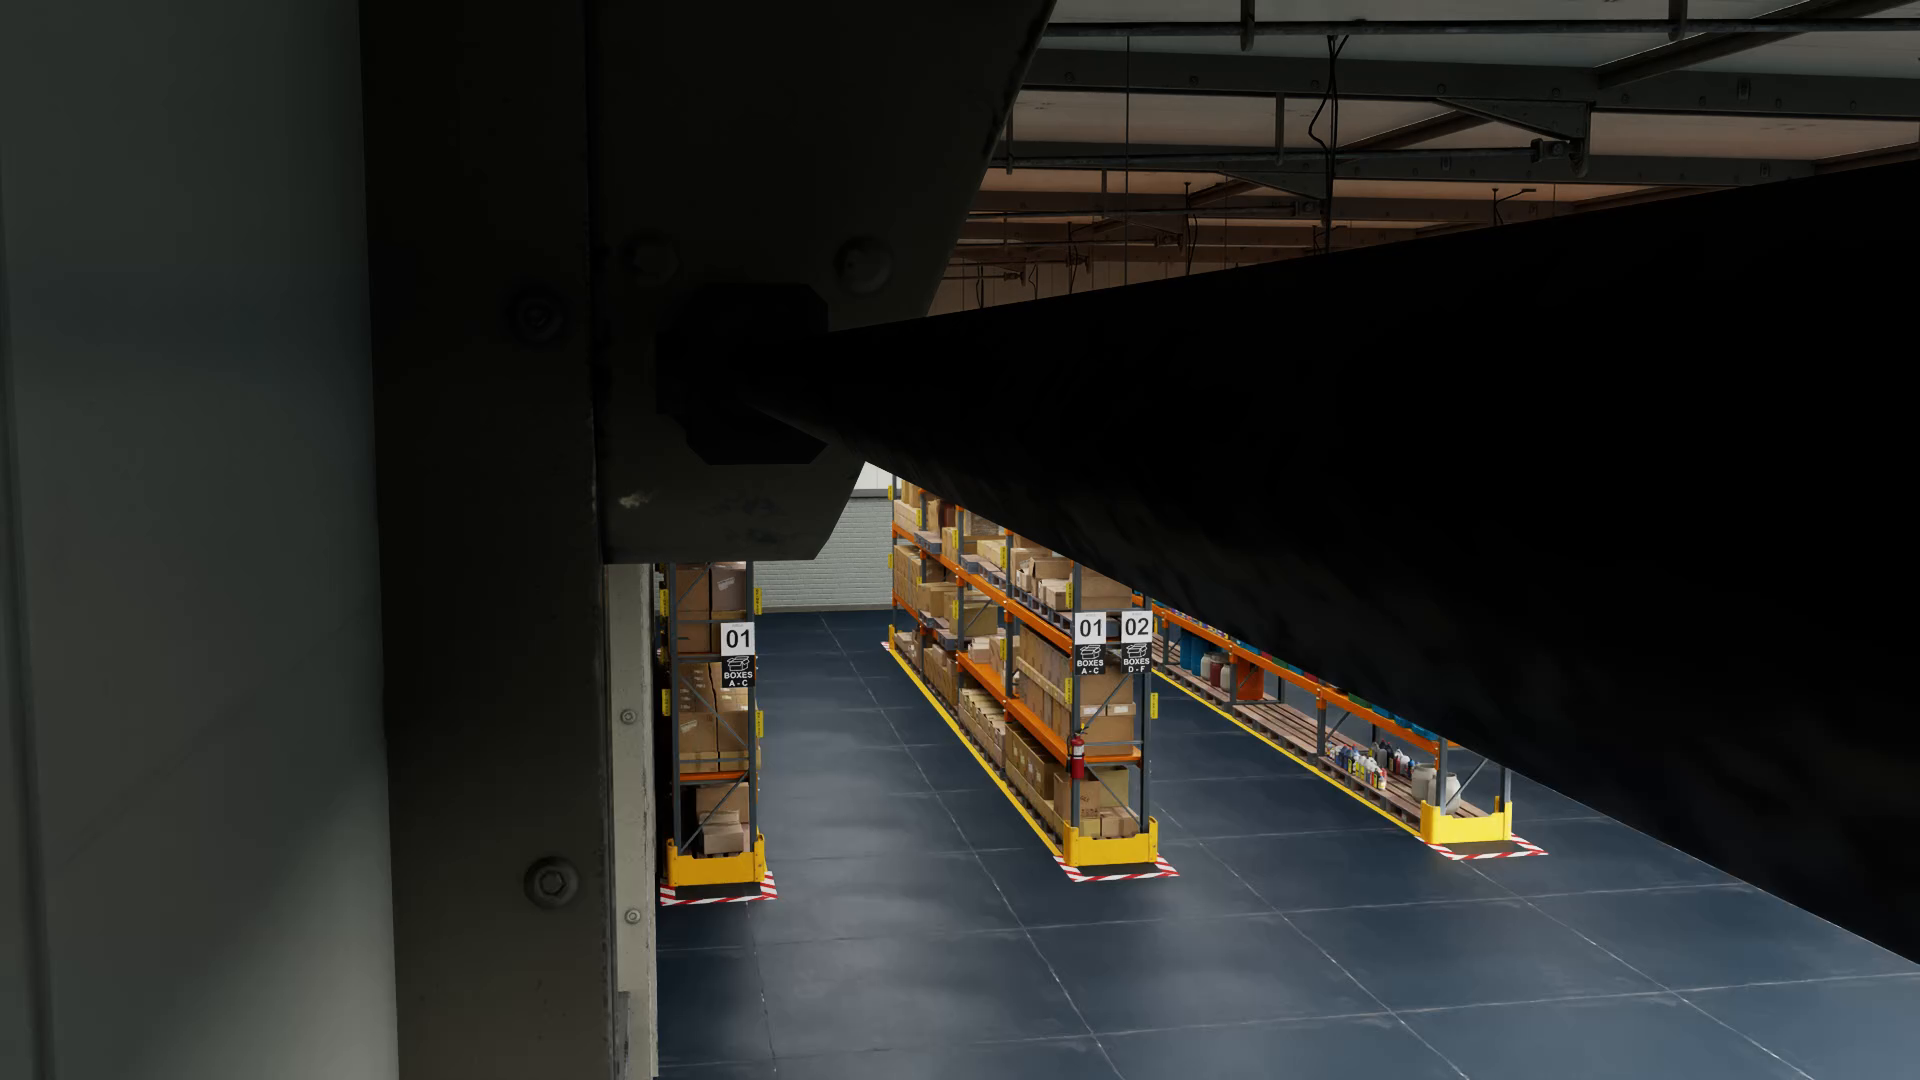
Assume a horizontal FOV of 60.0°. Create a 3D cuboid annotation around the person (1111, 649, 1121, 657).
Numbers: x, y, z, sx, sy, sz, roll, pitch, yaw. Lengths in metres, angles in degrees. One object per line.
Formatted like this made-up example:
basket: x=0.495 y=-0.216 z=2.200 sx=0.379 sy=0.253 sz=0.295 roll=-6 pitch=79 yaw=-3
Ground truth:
person: x=3.094 y=1.761 z=33.082 sx=0.456 sy=1.793 sz=0.597 roll=0 pitch=6 yaw=-4
